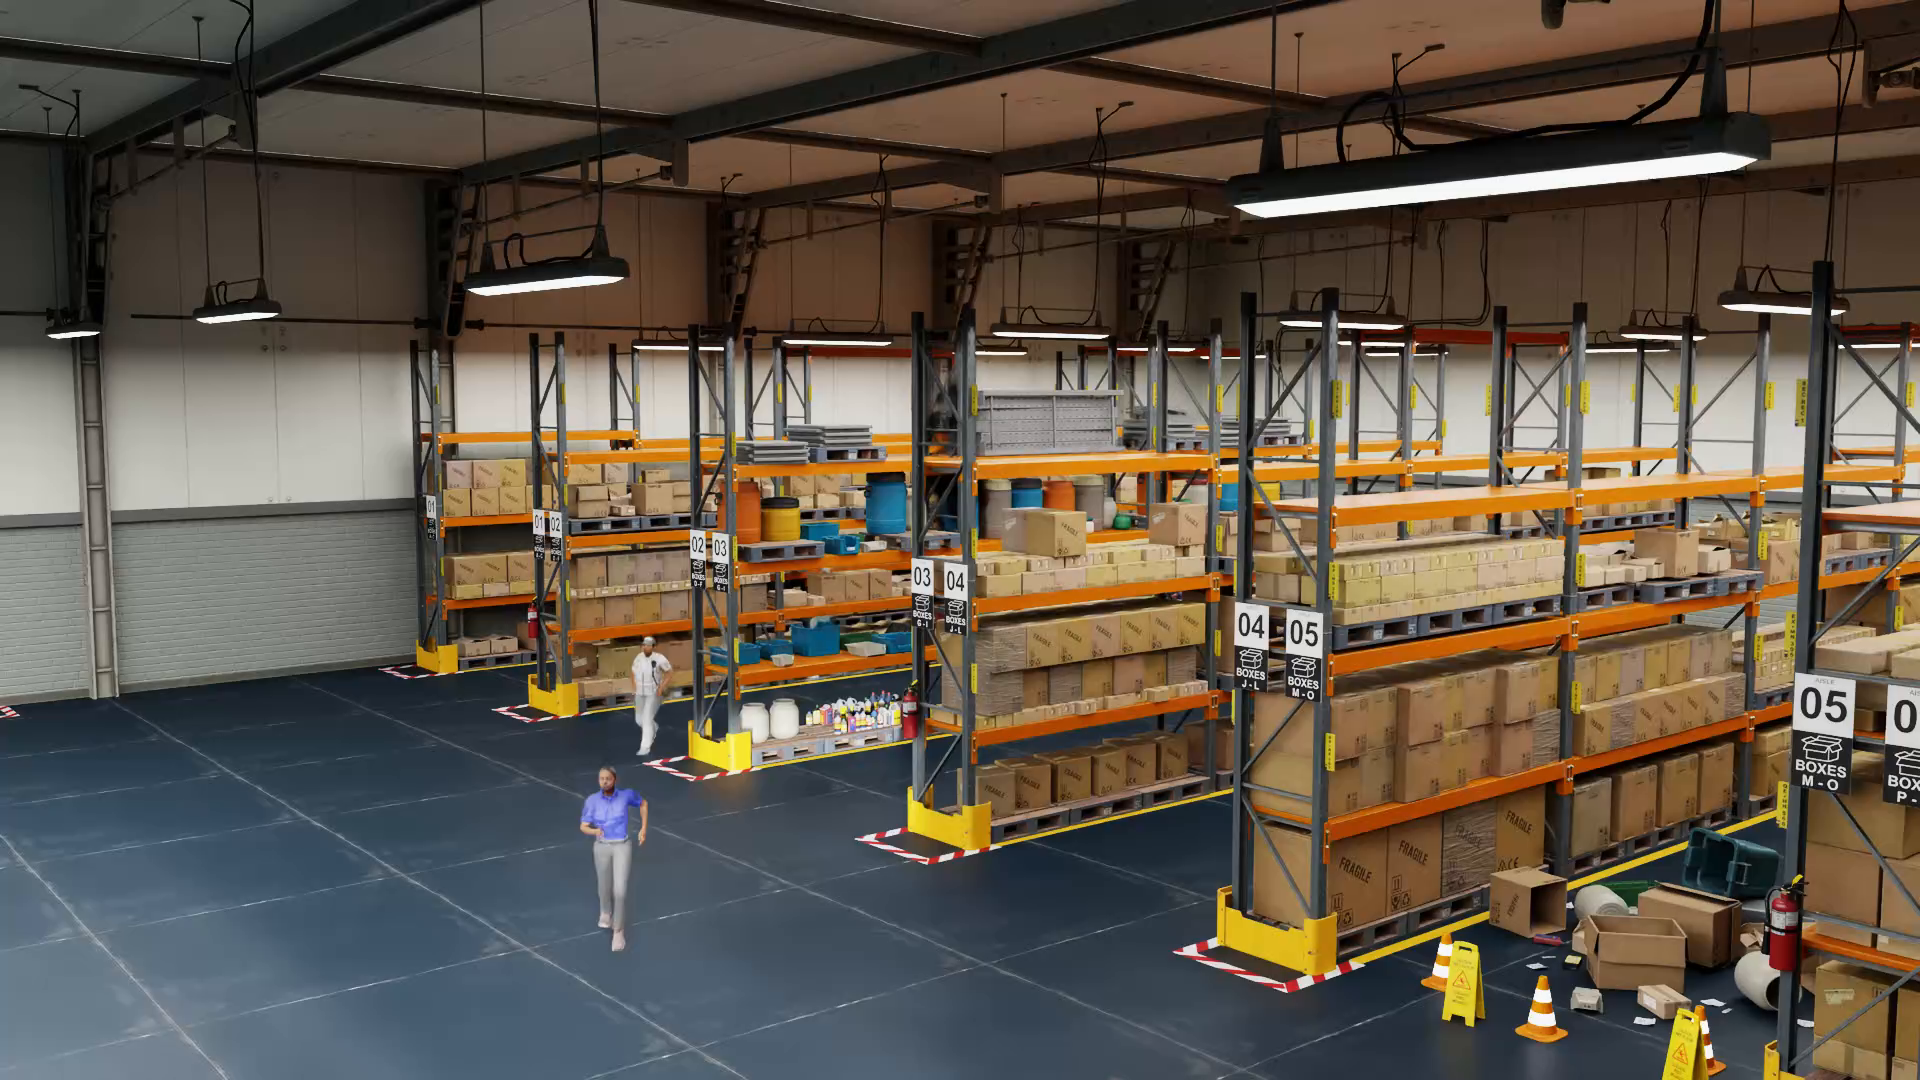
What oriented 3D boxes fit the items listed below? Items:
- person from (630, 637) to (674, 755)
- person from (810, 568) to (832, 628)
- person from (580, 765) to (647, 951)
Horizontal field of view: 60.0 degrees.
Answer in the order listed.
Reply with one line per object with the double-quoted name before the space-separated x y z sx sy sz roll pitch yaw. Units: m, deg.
"person" -4.372 2.185 23.590 0.632 1.672 0.724 2 6 17
"person" -2.597 1.341 31.926 0.590 1.751 0.673 -5 7 -42
"person" -3.216 2.919 15.479 0.584 1.697 0.885 0 5 -4
